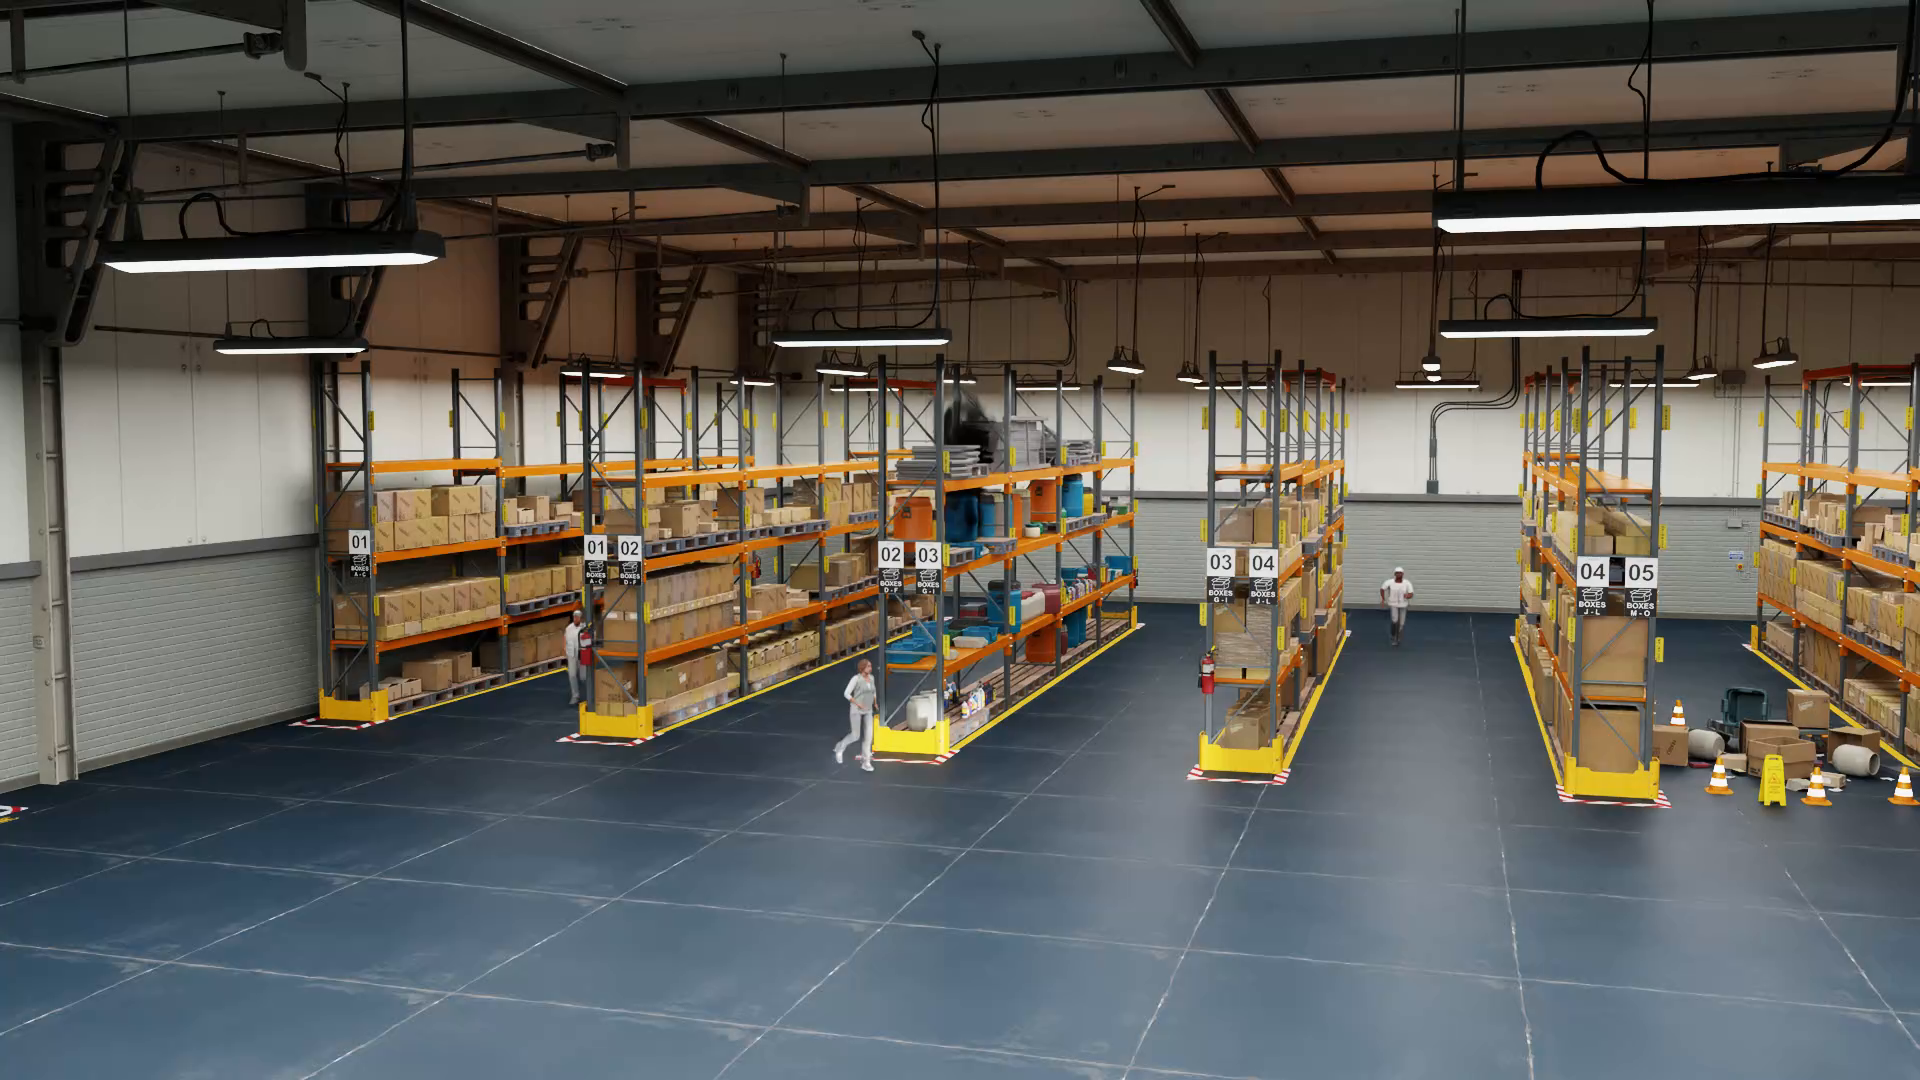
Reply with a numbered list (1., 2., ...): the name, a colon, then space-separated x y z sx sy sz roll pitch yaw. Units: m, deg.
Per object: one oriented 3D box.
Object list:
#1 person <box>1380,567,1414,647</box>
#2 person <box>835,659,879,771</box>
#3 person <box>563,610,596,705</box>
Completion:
1. person: 9.720 1.491 36.923 0.675 1.786 0.720 0 4 5
2. person: -1.418 2.492 24.000 0.607 1.573 0.791 -4 6 -44
3. person: -6.793 2.066 29.613 0.630 1.650 0.725 0 4 5
